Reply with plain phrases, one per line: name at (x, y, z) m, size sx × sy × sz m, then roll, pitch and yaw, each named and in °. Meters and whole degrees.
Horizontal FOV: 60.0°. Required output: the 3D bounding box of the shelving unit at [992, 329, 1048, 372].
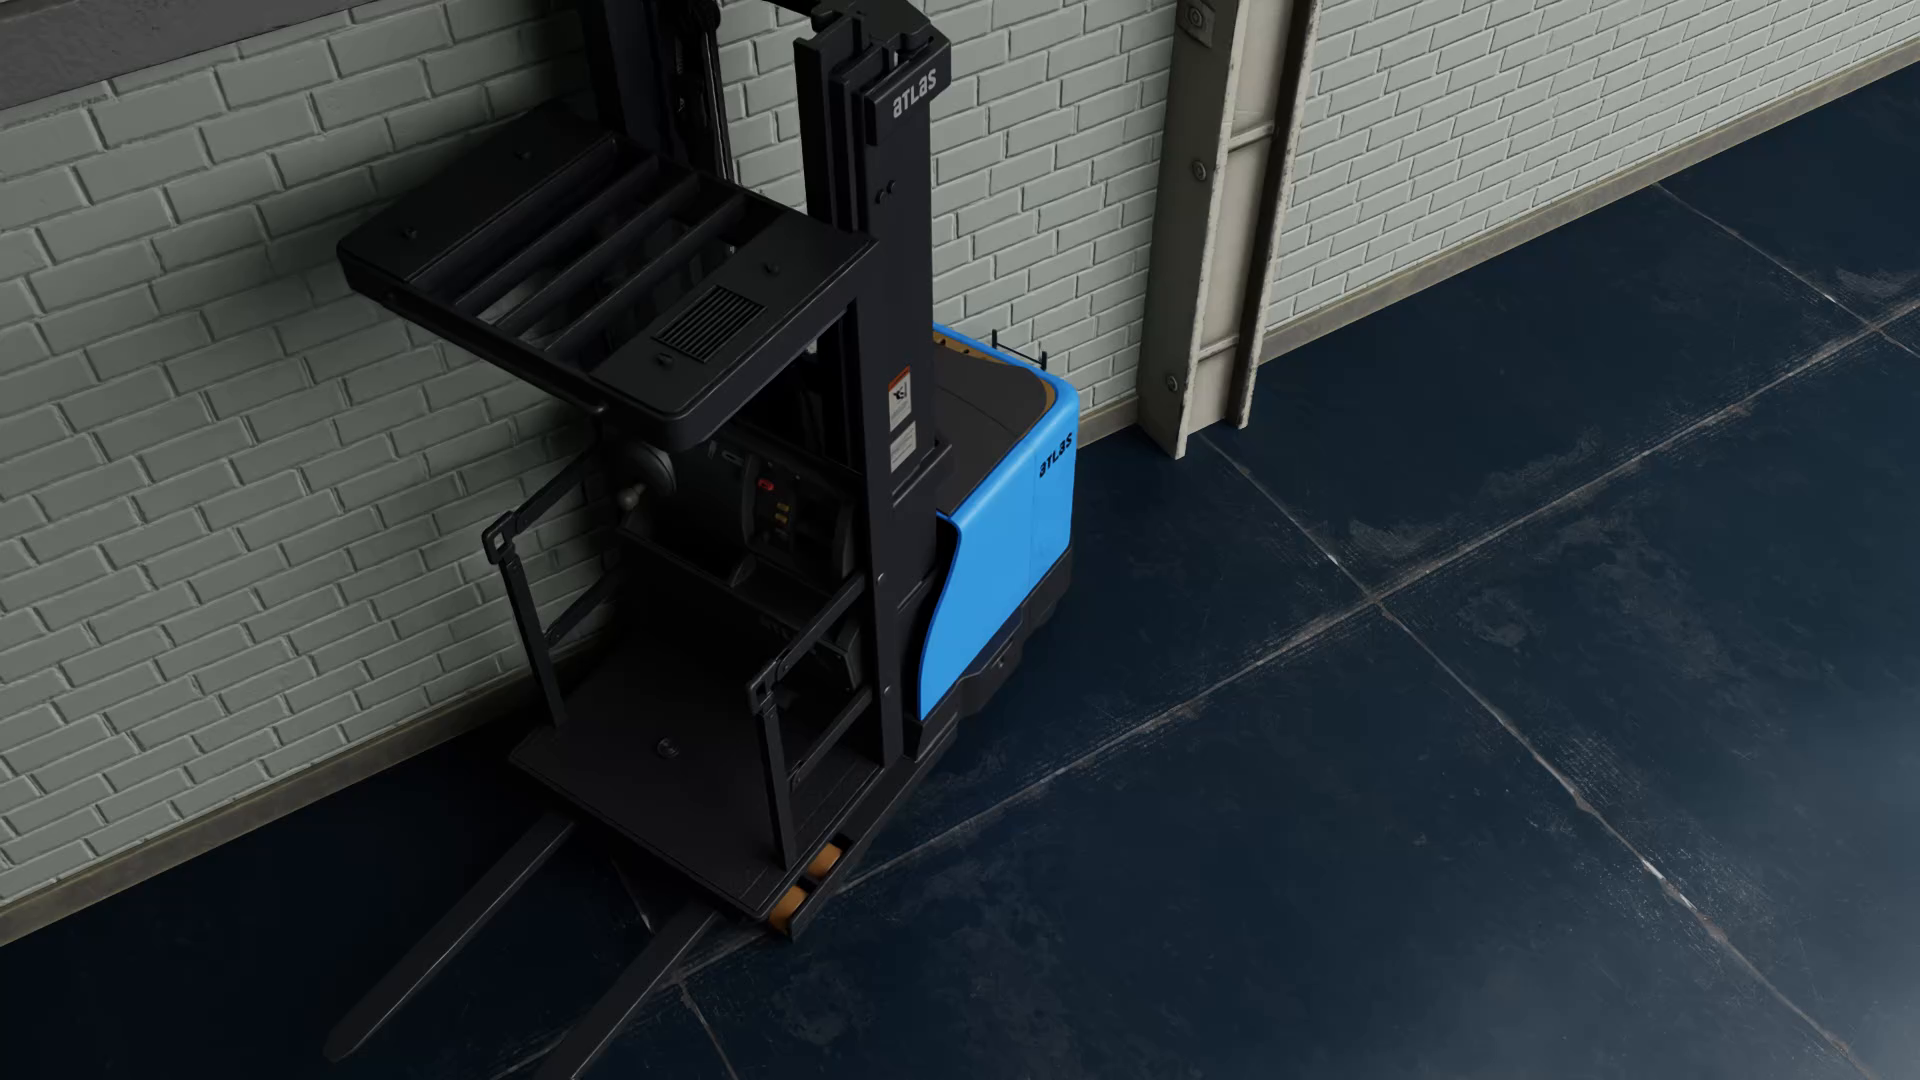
shelving unit at (0.163, -0.373, 6.425) m, size 0.258 × 0.900 × 0.210 m, roll 27°, pitch 54°, yaw 22°

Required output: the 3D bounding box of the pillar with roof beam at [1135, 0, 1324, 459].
pillar with roof beam at (3.286, -0.786, 1.370) m, size 0.400 × 9.000 × 9.100 m, roll -25°, pitch 53°, yaw -21°

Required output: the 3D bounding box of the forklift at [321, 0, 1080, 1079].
forklift at (-0.810, -0.077, 4.801) m, size 1.130 × 2.935 × 3.031 m, roll 27°, pitch 54°, yaw 22°

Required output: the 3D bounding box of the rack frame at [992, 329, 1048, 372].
rack frame at (0.220, -0.436, 6.481) m, size 0.240 × 0.900 × 0.006 m, roll 27°, pitch 54°, yaw 22°
